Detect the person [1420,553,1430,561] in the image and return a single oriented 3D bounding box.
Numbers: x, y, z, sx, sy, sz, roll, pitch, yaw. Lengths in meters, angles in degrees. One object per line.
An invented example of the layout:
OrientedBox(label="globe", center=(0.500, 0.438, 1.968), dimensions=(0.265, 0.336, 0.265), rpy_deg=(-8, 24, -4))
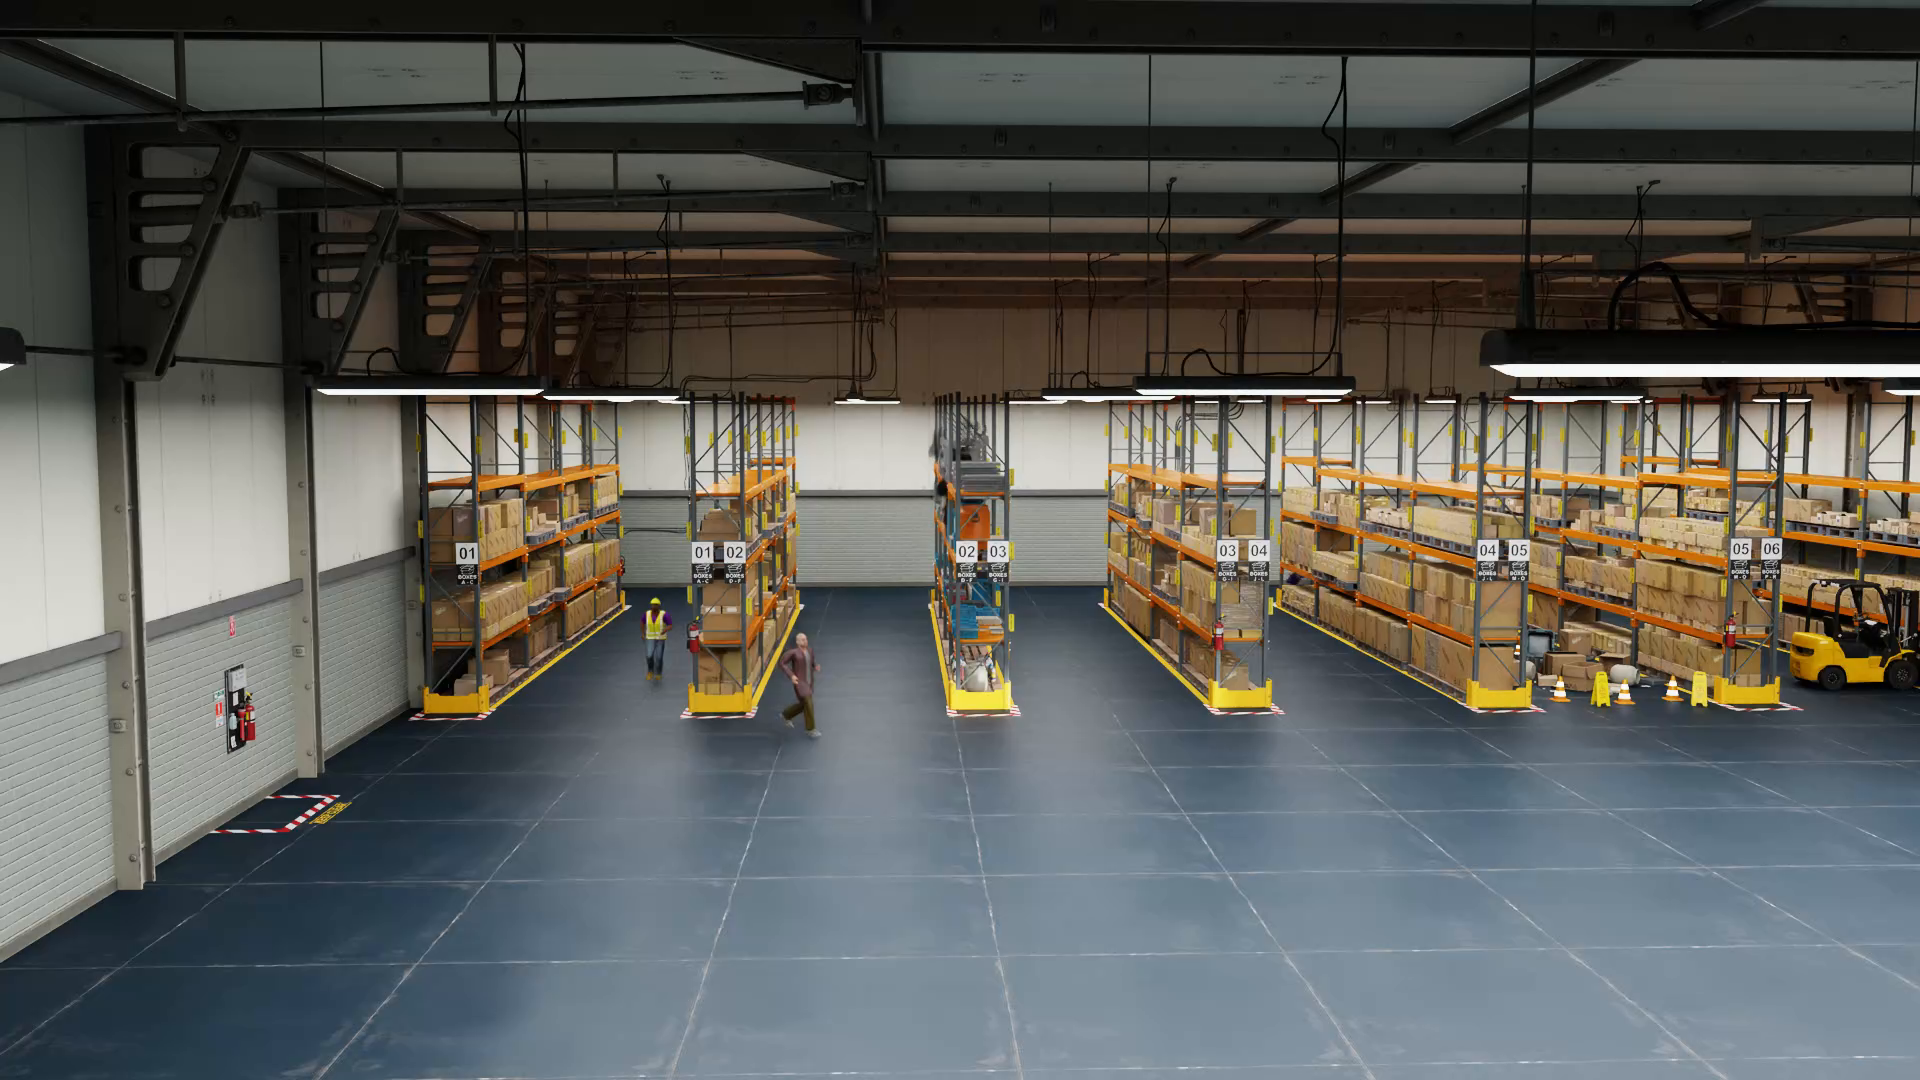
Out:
OrientedBox(label="person", center=(13.759, 0.977, 49.344), dimensions=(0.584, 1.615, 0.622), rpy_deg=(0, 5, 3))

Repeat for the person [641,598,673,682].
OrientedBox(label="person", center=(-6.317, 2.079, 34.572), dimensions=(0.697, 1.753, 0.672), rpy_deg=(0, 5, -4))

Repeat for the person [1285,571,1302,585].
OrientedBox(label="person", center=(9.848, 1.020, 48.968), dimensions=(0.493, 1.596, 0.660), rpy_deg=(3, 5, 30))

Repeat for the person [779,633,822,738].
OrientedBox(label="person", center=(-2.769, 2.513, 29.026), dimensions=(0.973, 1.792, 0.693), rpy_deg=(3, 6, 35))
